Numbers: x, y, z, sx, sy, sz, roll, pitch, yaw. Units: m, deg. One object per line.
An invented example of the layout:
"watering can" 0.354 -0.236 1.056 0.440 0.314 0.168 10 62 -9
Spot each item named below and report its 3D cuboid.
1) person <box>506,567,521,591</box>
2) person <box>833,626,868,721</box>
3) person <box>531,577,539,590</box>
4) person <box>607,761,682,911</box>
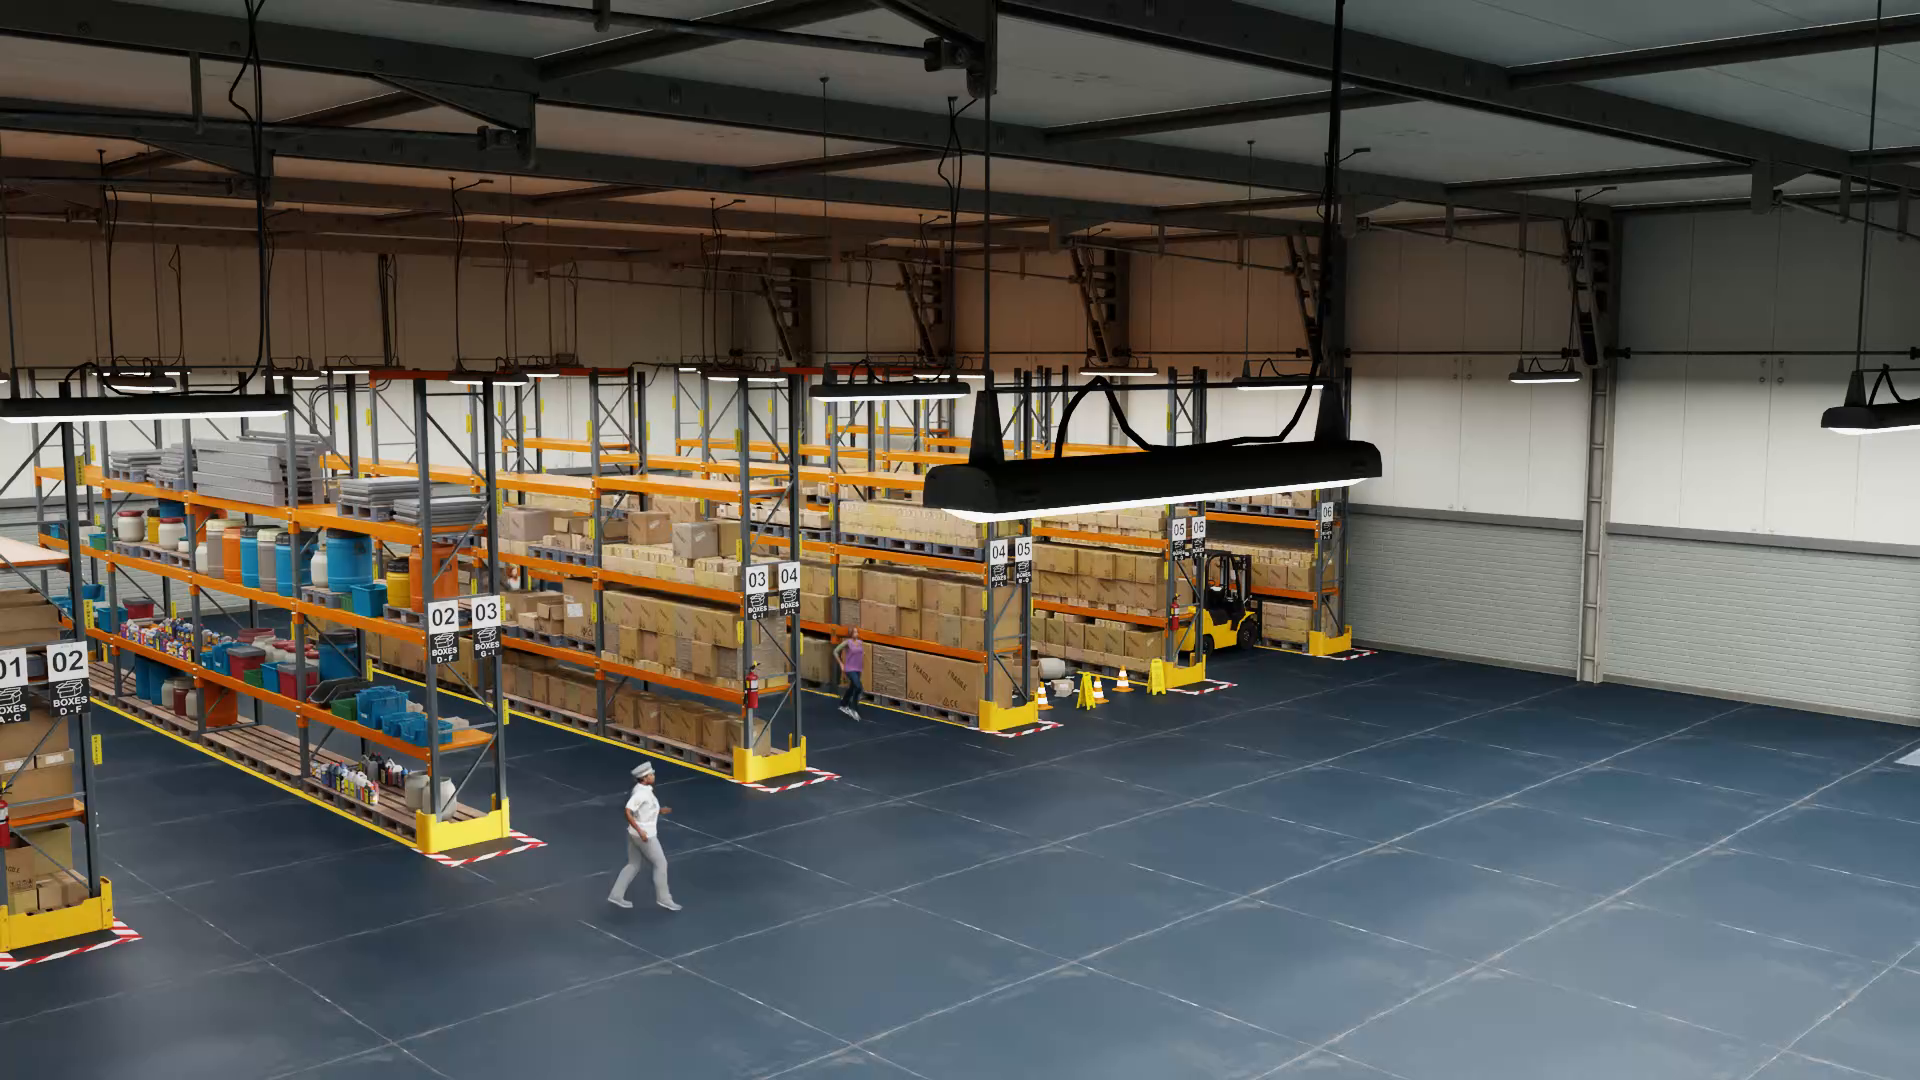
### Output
"person" -9.830 1.394 36.675 0.585 1.652 0.651 -5 8 -39
"person" -1.849 2.294 28.763 0.696 1.639 0.503 5 8 36
"person" -10.510 0.928 40.868 0.529 1.616 0.660 -1 7 -9
"person" -3.579 3.359 18.804 0.795 1.729 0.570 -2 7 -21
